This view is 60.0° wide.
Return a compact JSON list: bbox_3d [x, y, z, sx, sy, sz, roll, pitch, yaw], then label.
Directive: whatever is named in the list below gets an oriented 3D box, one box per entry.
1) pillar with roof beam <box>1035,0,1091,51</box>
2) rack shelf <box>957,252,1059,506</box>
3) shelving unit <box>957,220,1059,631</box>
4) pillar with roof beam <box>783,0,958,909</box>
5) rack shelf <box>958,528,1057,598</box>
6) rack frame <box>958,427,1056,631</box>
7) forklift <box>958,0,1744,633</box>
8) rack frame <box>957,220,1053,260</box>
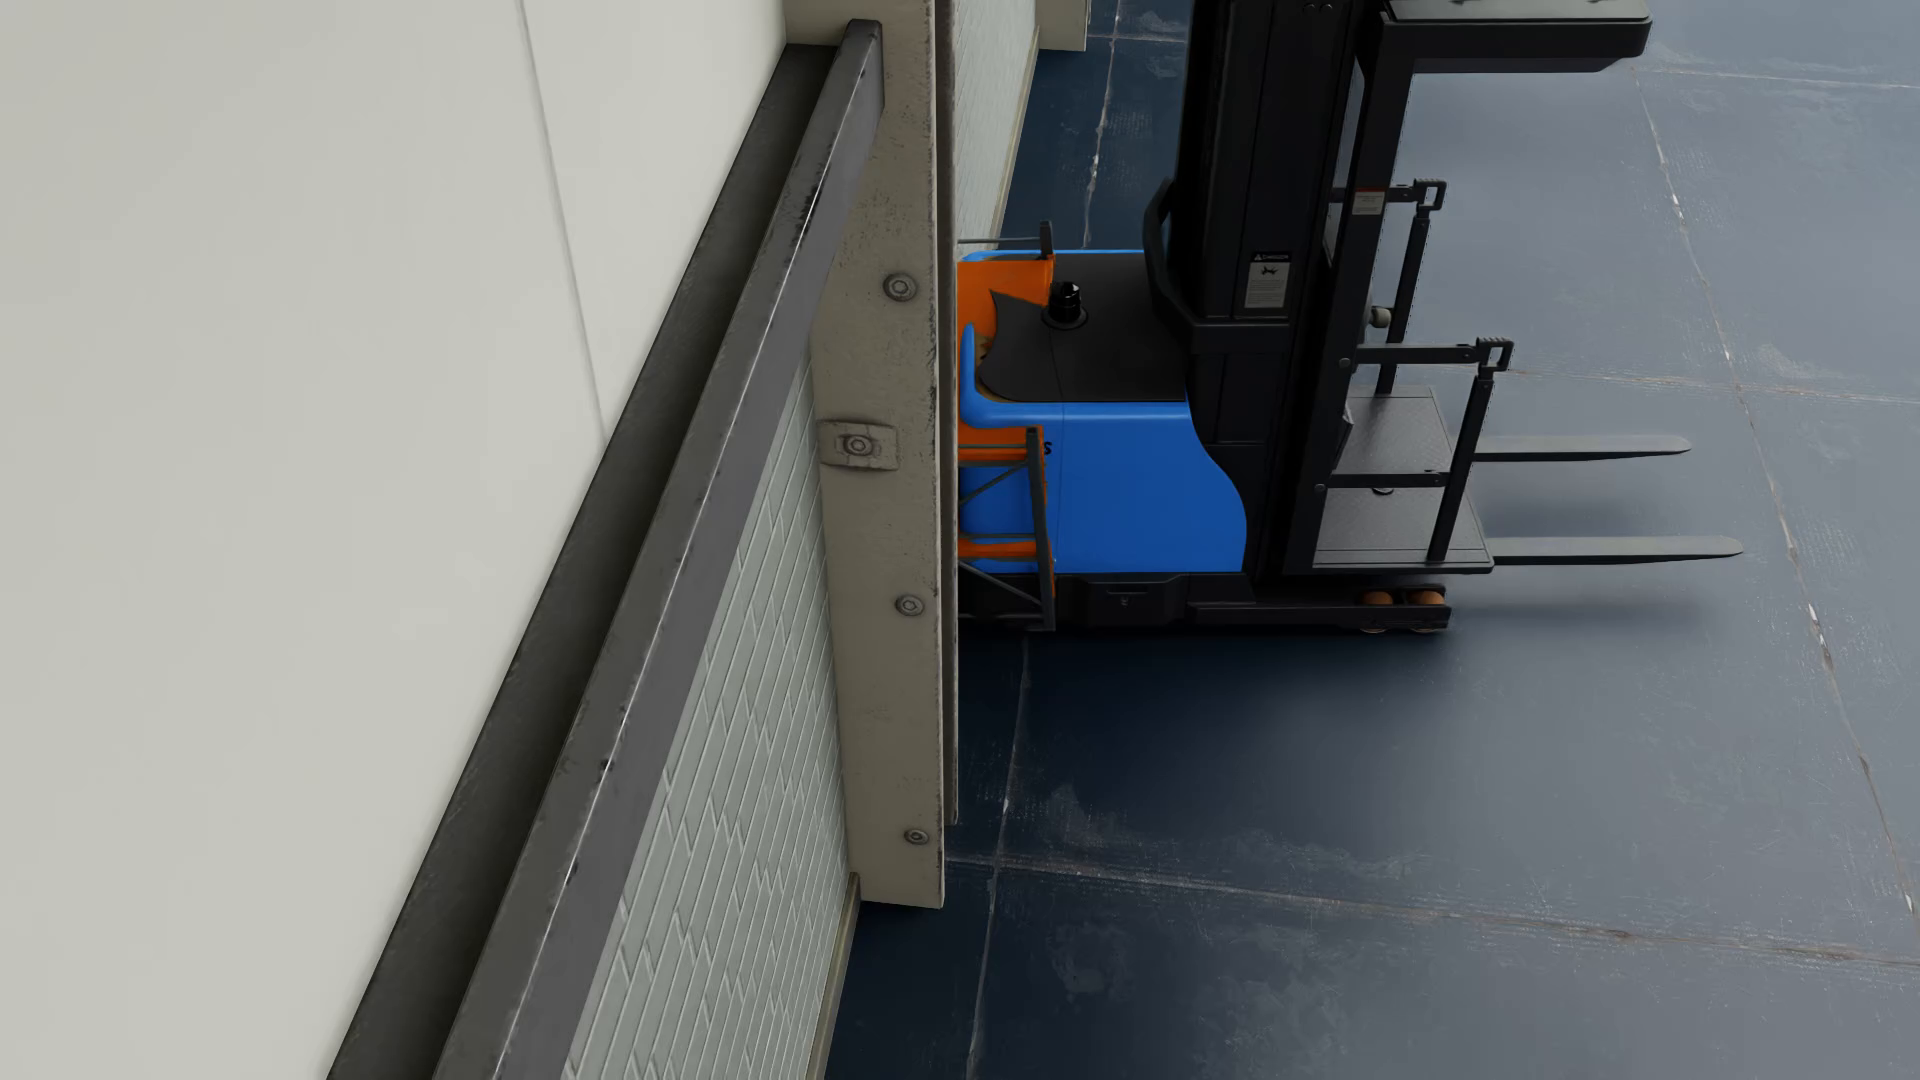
[{"bbox_3d":[4.875,-5.902,6.438,9.100,9.000,0.400,5,44,6],"label":"pillar with roof beam"},{"bbox_3d":[0.073,-0.593,6.017,0.538,0.278,1.000,0,52,7],"label":"rack shelf"},{"bbox_3d":[0.101,-0.413,6.245,0.538,1.125,1.048,0,52,7],"label":"shelving unit"},{"bbox_3d":[4.082,-1.812,2.119,9.100,9.000,0.400,5,44,6],"label":"pillar with roof beam"},{"bbox_3d":[0.125,-0.261,6.436,0.538,0.278,1.000,0,52,7],"label":"rack shelf"},{"bbox_3d":[0.063,-0.013,5.933,0.500,1.125,0.032,0,52,7],"label":"rack frame"},{"bbox_3d":[1.492,-1.075,5.754,3.031,2.935,1.130,0,43,0],"label":"forklift"},{"bbox_3d":[0.139,-0.812,6.557,0.500,1.125,0.032,0,52,7],"label":"rack frame"}]
